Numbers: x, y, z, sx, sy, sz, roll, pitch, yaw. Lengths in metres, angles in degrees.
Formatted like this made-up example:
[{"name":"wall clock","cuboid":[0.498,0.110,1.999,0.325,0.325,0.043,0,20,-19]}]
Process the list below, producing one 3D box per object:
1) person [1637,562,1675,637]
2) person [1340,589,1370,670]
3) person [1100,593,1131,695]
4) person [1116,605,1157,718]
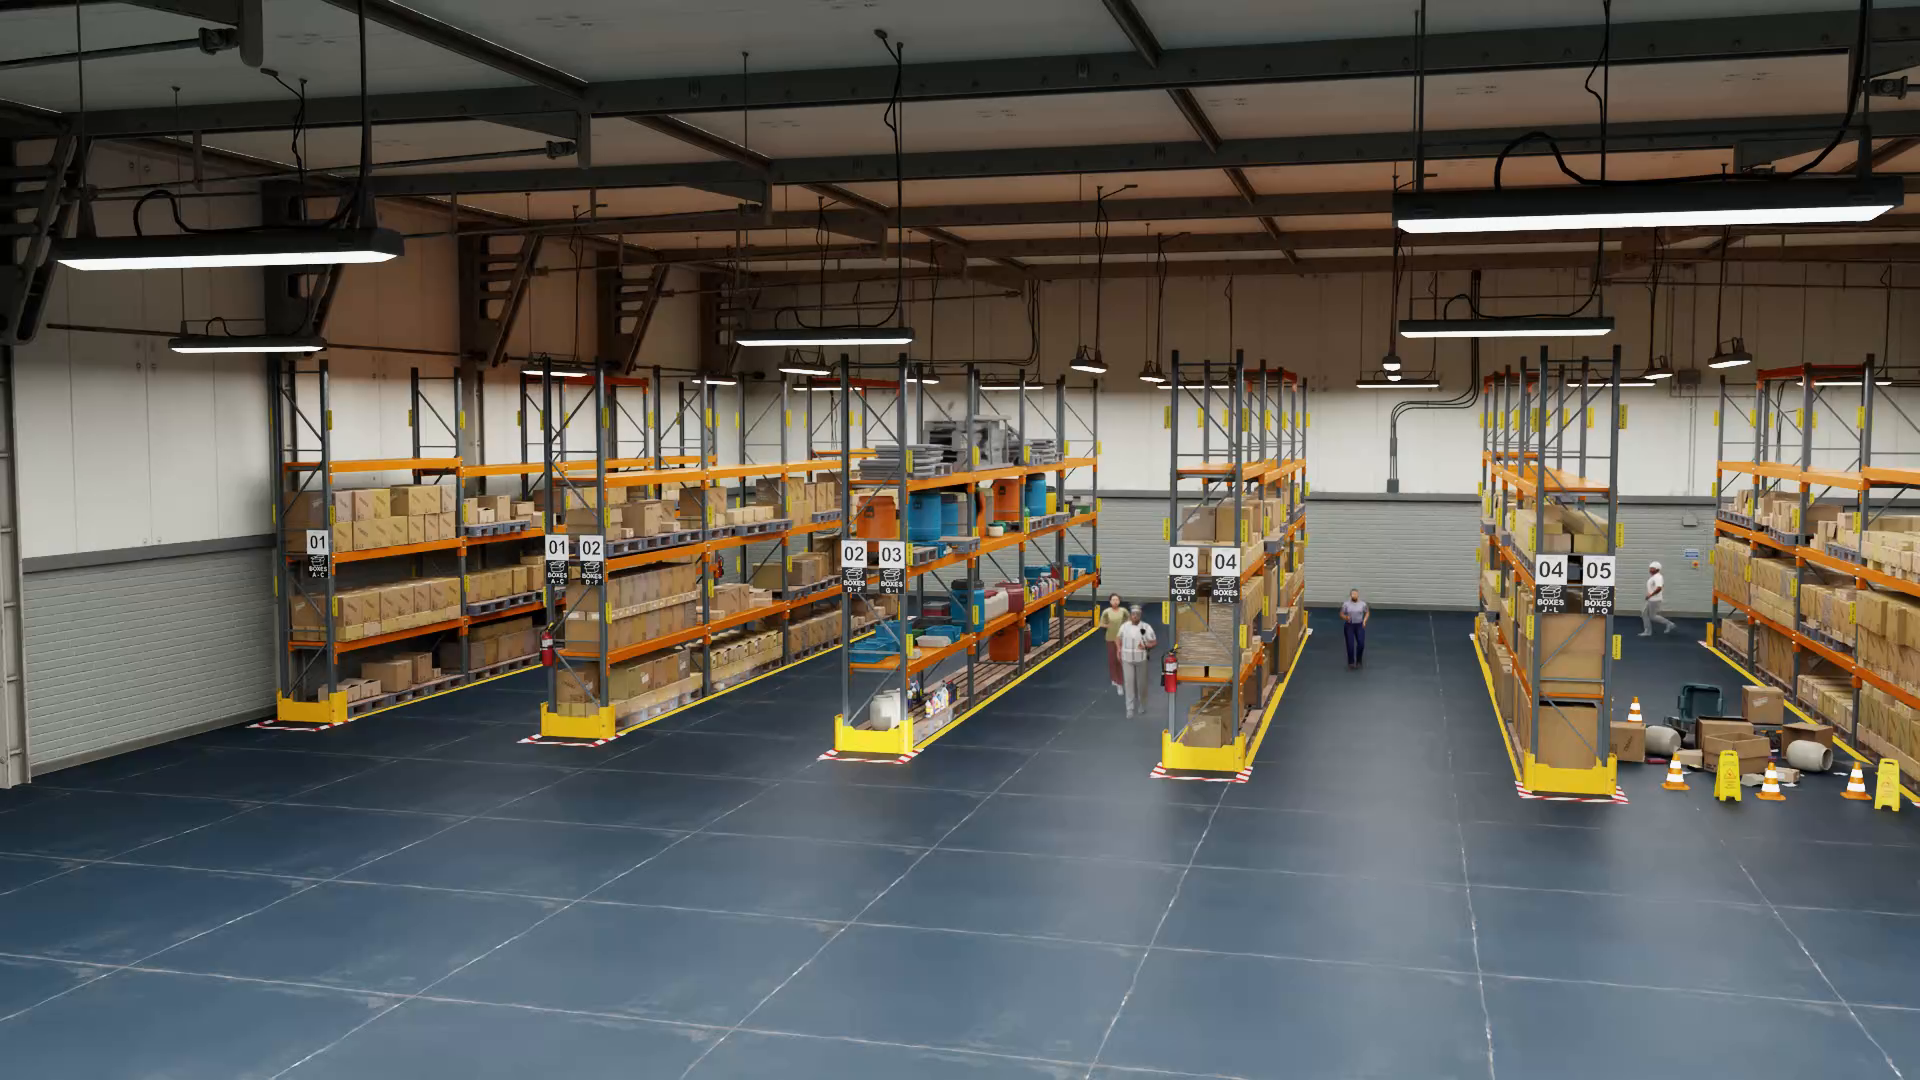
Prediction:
[{"name":"person","cuboid":[16.080,1.373,38.366,0.795,1.738,0.718,1,4,16]},{"name":"person","cuboid":[7.917,1.802,33.334,0.589,1.616,0.590,1,4,11]},{"name":"person","cuboid":[2.722,1.810,29.115,0.556,1.763,0.690,0,4,5]},{"name":"person","cuboid":[2.798,1.938,26.561,0.676,1.802,0.825,1,4,13]}]
